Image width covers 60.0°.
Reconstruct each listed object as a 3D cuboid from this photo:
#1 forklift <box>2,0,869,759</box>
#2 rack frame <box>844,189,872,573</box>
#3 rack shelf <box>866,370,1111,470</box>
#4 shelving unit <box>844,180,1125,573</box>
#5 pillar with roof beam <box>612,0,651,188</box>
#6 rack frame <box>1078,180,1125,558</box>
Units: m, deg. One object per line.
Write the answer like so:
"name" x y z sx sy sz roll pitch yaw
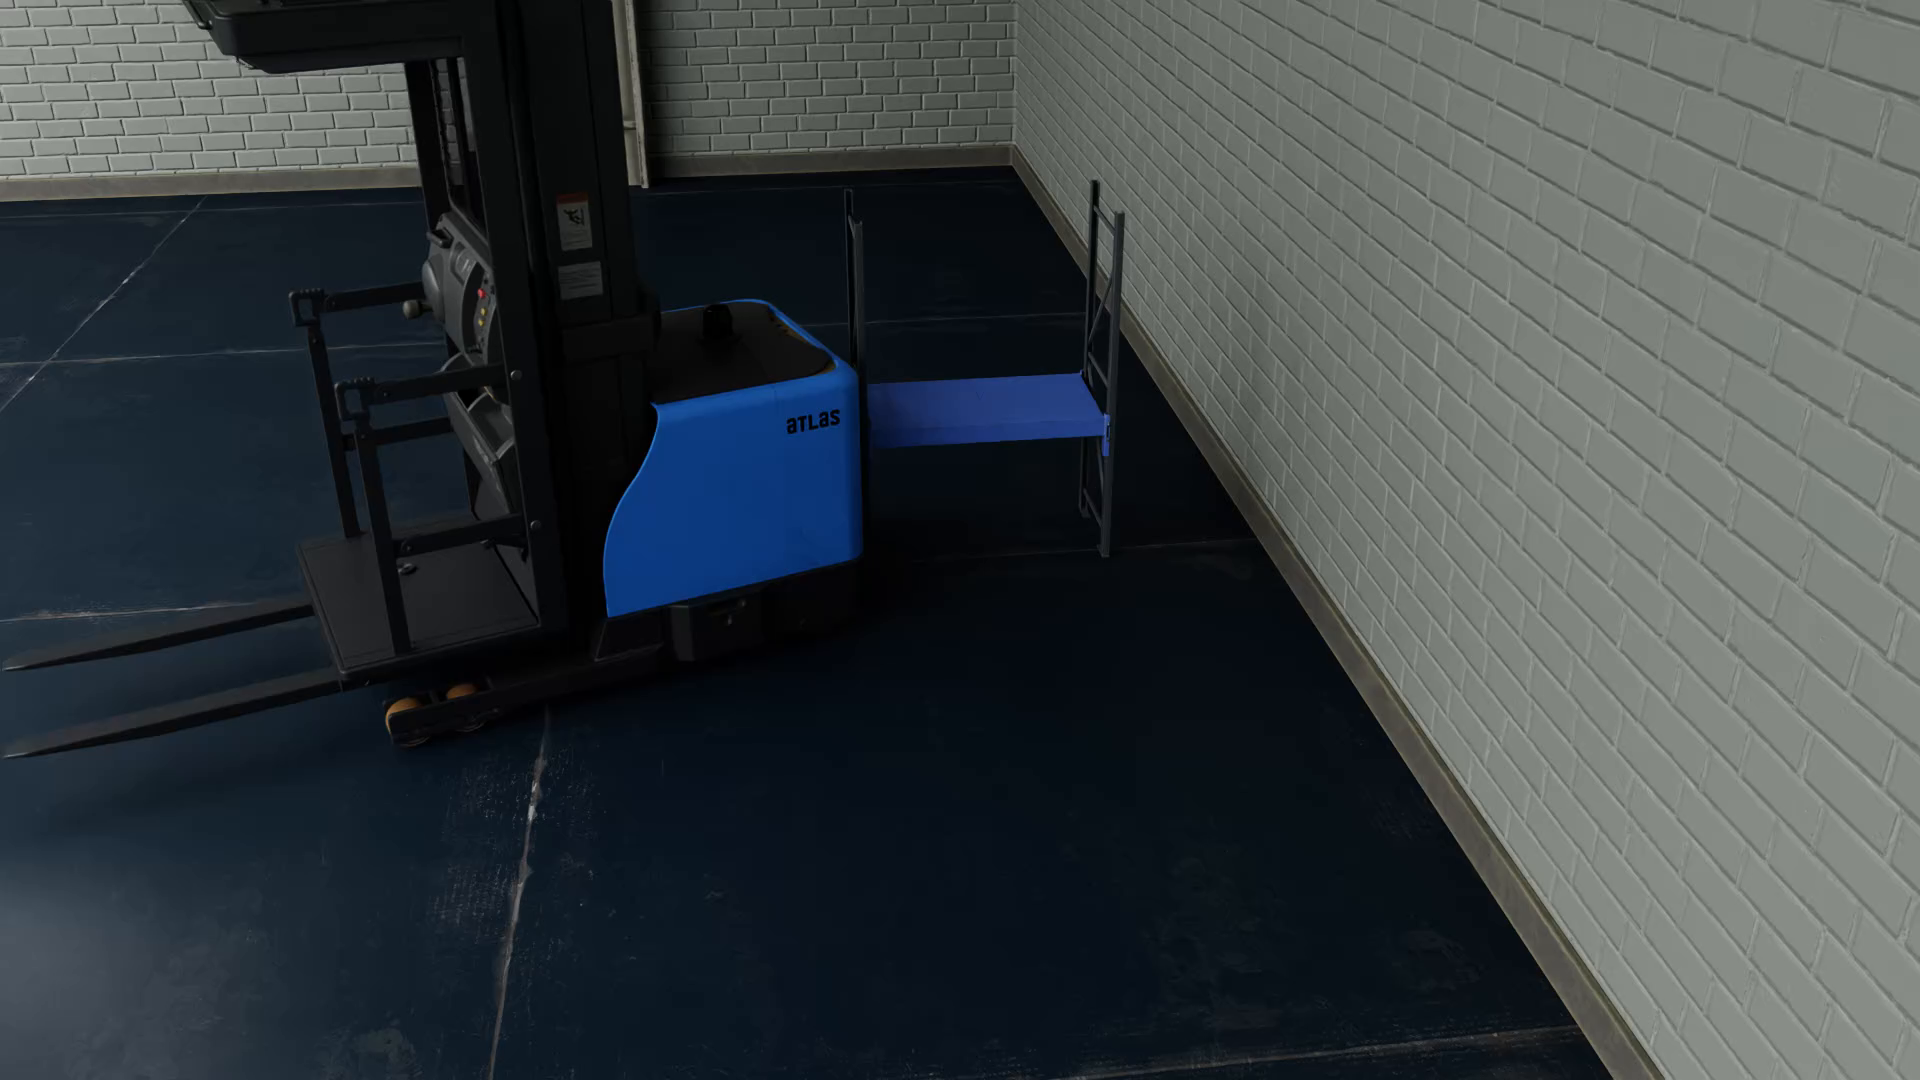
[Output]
"forklift" -1.909 -0.856 5.707 3.031 2.935 1.130 -13 30 -24
"rack frame" -0.419 -0.640 6.855 0.032 1.500 0.500 -4 27 -7
"rack shelf" 0.084 -0.513 7.000 1.000 0.185 0.538 -4 27 -7
"shelving unit" 0.084 -0.673 6.918 1.048 1.500 0.538 -4 27 -7
"pillar with roof beam" -1.922 -4.730 6.610 0.400 9.000 9.100 -4 27 -7
"rack frame" 0.588 -0.705 6.981 0.032 1.500 0.500 -4 27 -7
